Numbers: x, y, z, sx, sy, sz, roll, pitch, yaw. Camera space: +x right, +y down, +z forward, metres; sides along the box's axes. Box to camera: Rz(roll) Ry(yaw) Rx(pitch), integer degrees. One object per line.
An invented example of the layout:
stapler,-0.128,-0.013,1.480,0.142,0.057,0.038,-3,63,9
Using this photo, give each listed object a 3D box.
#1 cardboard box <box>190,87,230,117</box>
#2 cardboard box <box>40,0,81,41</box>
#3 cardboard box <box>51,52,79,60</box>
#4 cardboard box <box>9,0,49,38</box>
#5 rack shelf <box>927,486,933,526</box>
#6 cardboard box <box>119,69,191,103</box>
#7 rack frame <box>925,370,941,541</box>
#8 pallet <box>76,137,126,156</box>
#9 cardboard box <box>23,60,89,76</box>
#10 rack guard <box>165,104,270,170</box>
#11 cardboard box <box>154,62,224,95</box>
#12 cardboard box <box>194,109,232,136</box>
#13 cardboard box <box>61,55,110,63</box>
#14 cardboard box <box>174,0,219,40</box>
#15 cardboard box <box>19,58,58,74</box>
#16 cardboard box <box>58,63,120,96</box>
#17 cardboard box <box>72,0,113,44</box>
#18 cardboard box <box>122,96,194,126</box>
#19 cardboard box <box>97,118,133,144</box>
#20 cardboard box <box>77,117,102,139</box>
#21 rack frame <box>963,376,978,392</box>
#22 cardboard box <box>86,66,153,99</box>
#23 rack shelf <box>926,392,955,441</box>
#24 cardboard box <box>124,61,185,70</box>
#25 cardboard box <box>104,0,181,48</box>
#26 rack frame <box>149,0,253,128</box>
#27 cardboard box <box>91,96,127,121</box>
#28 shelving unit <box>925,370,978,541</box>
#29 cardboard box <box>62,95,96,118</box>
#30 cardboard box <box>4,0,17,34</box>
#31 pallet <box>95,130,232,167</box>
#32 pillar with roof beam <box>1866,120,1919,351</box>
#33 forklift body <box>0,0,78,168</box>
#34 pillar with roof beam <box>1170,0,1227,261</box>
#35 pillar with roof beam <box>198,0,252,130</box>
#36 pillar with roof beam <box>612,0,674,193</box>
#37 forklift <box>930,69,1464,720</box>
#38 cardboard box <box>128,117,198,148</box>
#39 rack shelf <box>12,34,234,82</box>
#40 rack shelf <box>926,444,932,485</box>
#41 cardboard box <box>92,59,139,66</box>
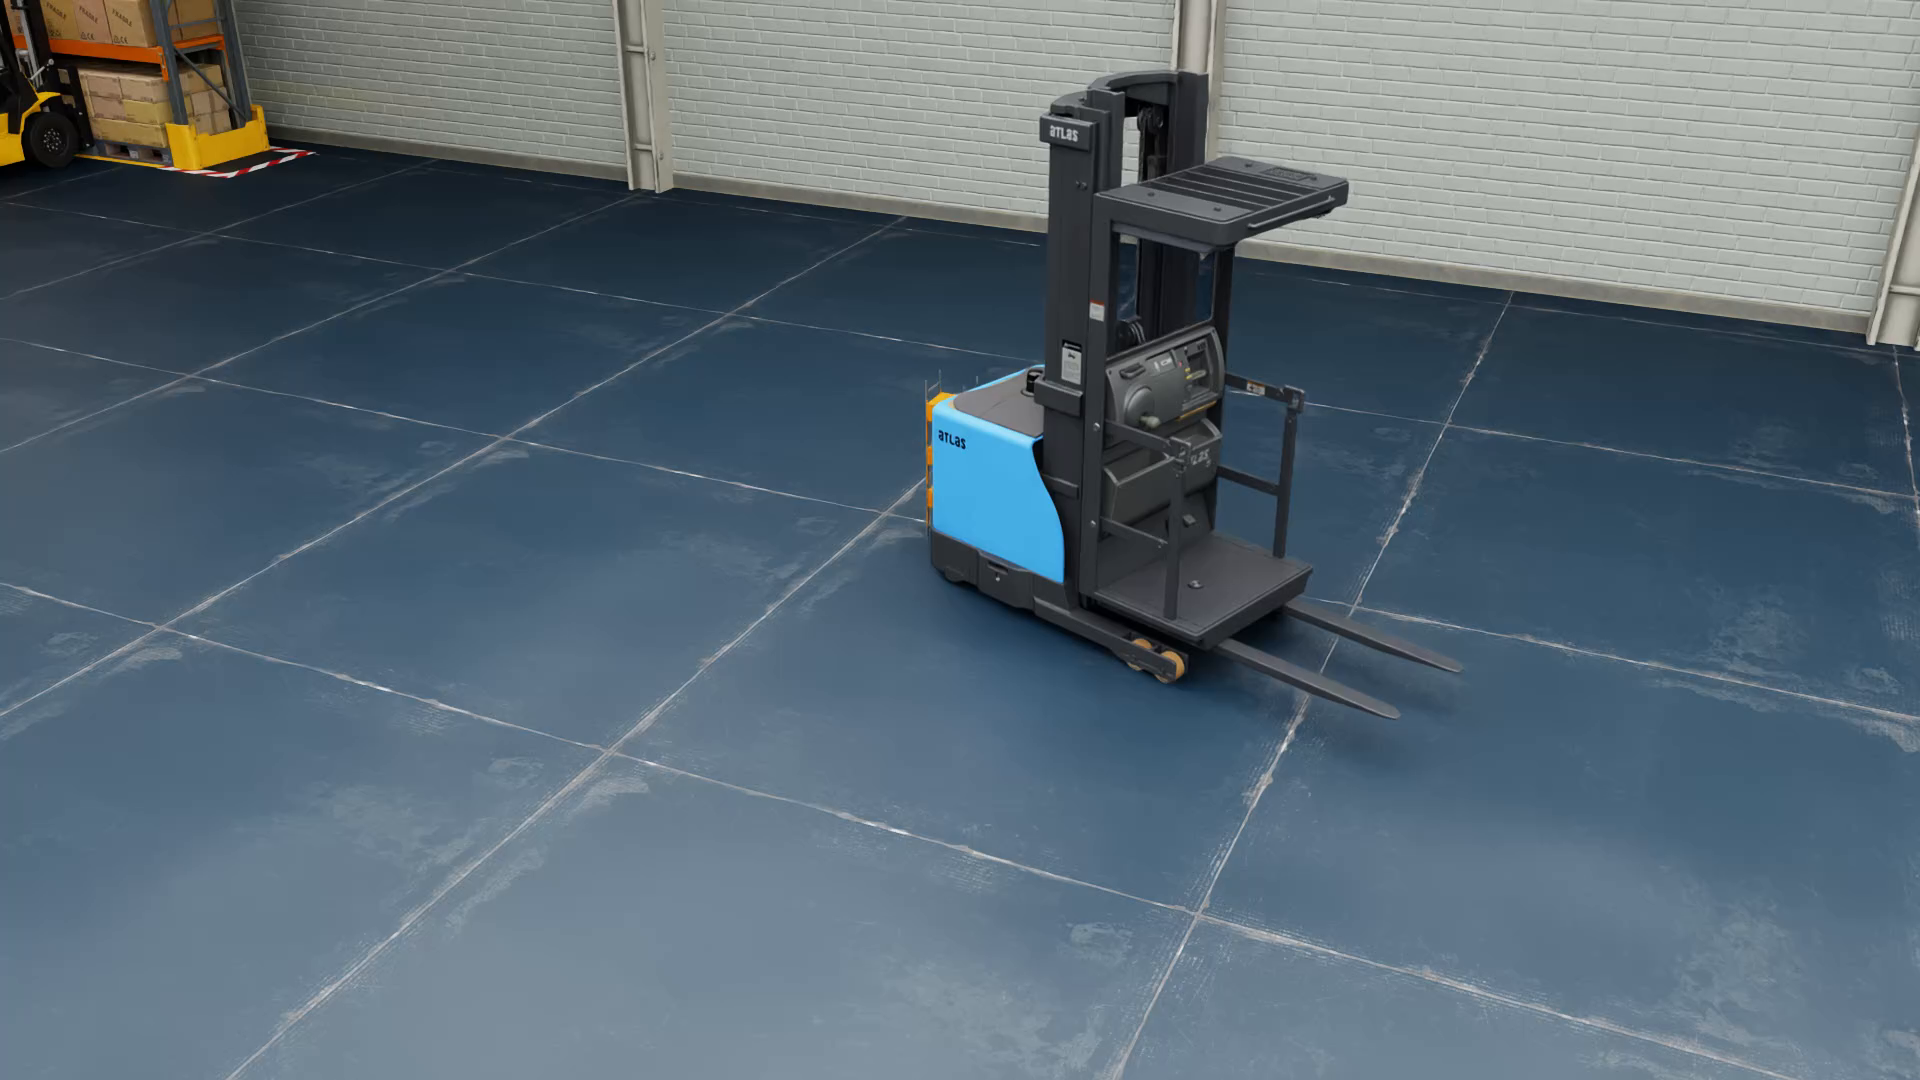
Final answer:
cardboard box,-8.874,-5.108,19.301,0.500,0.250,0.500,12,29,23
cardboard box,-10.023,-5.981,18.889,0.500,0.500,0.500,11,28,21
cardboard box,-10.722,-5.698,19.932,0.500,0.250,0.500,12,28,22
cardboard box,-10.485,-6.069,19.067,0.500,0.500,0.500,12,28,22
rack shelf,-0.049,-0.222,10.165,0.240,0.259,0.215,11,28,22
cardboard box,-9.080,-5.122,18.763,0.500,0.250,0.500,12,29,24
rack frame,-0.160,-0.503,10.083,0.008,1.050,0.200,11,28,22
pallet,-10.352,-4.855,19.873,1.213,0.211,1.003,11,28,22
cardboard box,-10.469,-5.397,19.321,0.500,0.250,0.500,11,28,21
rack guard,-8.510,-4.634,19.096,0.348,0.500,1.175,11,28,22
cardboard box,-8.891,-5.327,19.179,0.500,0.250,0.500,11,28,21
cardboard box,-8.898,-4.883,19.409,0.500,0.250,0.500,11,28,22
cardboard box,-10.261,-5.609,19.752,0.500,0.250,0.500,11,28,21
cardboard box,-8.867,-6.007,18.941,0.500,0.500,0.500,12,29,23
cardboard box,-10.943,-5.496,19.522,0.500,0.250,0.500,12,29,24
cardboard box,-10.010,-5.301,19.127,0.500,0.250,0.500,12,29,22
cardboard box,-9.557,-5.887,18.699,0.500,0.500,0.500,12,29,23
cardboard box,-9.104,-4.902,18.882,0.500,0.250,0.500,11,28,21
cardboard box,-9.539,-4.768,19.176,0.500,0.250,0.500,11,28,22
cardboard box,-9.990,-4.863,19.369,0.500,0.250,0.500,12,29,22
rack frame,0.062,-0.458,9.993,0.008,1.050,0.200,11,28,22
cardboard box,-9.547,-5.213,18.947,0.500,0.250,0.500,12,29,23
rack shelf,-0.049,-0.726,9.917,0.240,0.259,0.215,11,28,22
cardboard box,-9.347,-5.417,19.362,0.500,0.250,0.500,11,28,22
cardboard box,-9.088,-5.789,18.499,0.500,0.500,0.500,11,28,21
rack frame,-8.531,-5.760,18.553,0.127,3.000,1.000,11,28,22
cardboard box,-9.556,-4.998,19.077,0.500,0.250,0.500,11,28,21
shelving unit,-0.049,-0.481,10.038,0.252,1.050,0.215,11,28,22
cardboard box,-10.035,-5.084,19.252,0.500,0.250,0.500,11,28,21
cardboard box,-10.934,-6.169,19.271,0.500,0.500,0.500,11,28,21
pallet,-9.245,-4.632,19.418,1.213,0.211,1.003,11,28,22
pillar with roof beam,5.811,-3.919,8.022,0.400,9.000,9.100,11,28,22
forklift body,-11.013,-4.992,17.954,1.214,2.155,2.313,11,28,22
pillar with roof beam,0.349,-5.016,10.250,0.400,9.000,9.100,11,28,22
pillar with roof beam,-10.574,-7.210,14.706,0.400,9.000,9.100,11,28,22
pillar with roof beam,-5.112,-6.113,12.478,0.400,9.000,9.100,11,28,22
forklift,1.236,-0.823,8.603,3.031,2.935,1.130,23,34,38
cardboard box,-9.090,-4.673,18.984,0.500,0.250,0.500,12,28,22
rack shelf,-10.352,-5.803,19.454,4.000,0.370,1.077,11,28,22
rack shelf,-0.049,-0.471,10.043,0.240,0.259,0.215,11,28,22
cardboard box,-9.798,-5.513,19.556,0.500,0.250,0.500,11,28,21
